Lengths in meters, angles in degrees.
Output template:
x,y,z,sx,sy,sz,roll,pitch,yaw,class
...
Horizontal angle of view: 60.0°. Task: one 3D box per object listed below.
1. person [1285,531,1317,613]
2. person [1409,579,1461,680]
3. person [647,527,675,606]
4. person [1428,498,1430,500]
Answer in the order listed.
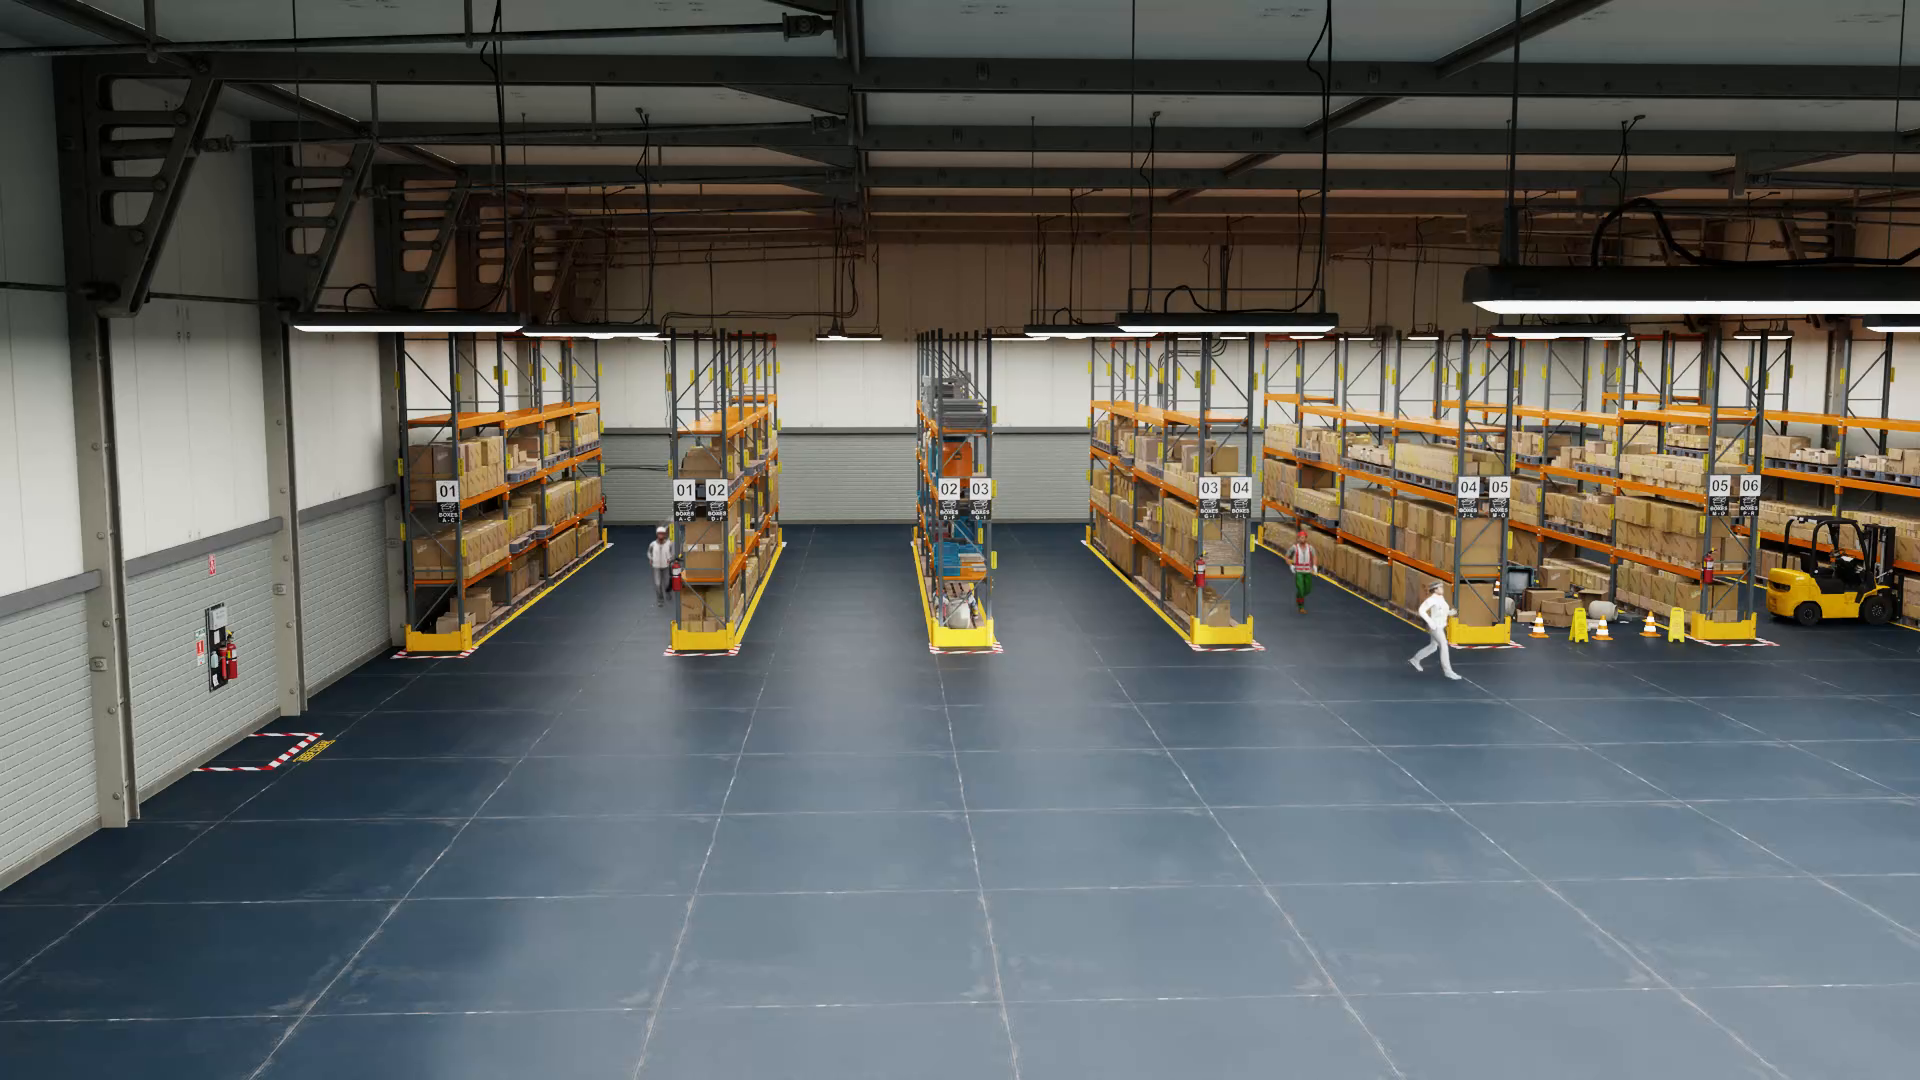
x,y,z,sx,sy,sz,roll,pitch,yaw,class
7.278,0.673,35.517,0.698,1.747,0.724,-1,7,-8,person
8.176,1.508,28.512,0.917,1.681,0.610,4,8,32,person
-6.541,0.576,36.446,0.659,1.722,0.614,0,7,-4,person
14.011,-0.874,49.557,0.777,1.500,0.640,4,8,30,person
